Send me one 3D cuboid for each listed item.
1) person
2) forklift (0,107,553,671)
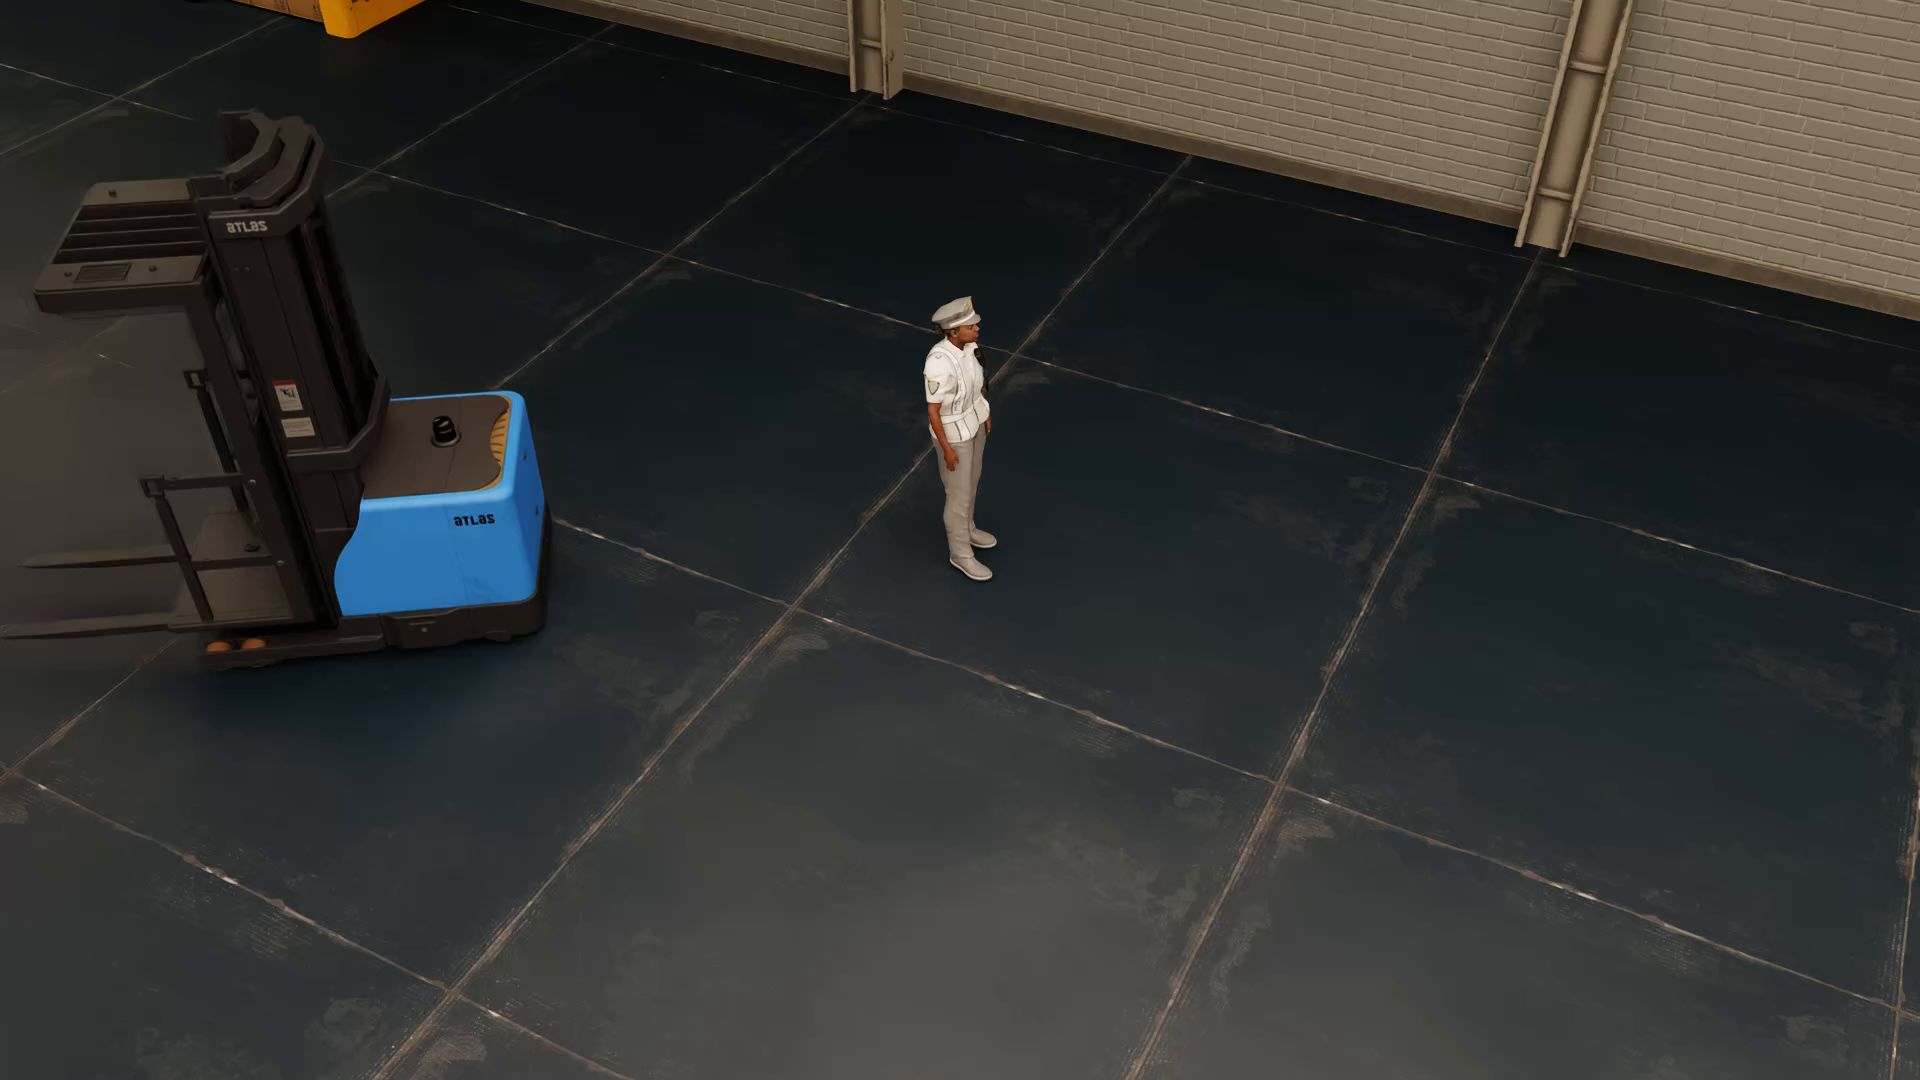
[{"bbox_3d":[0.057,-0.620,9.672,0.530,1.694,0.569,18,43,21],"label":"person"},{"bbox_3d":[-3.955,-0.747,8.873,3.031,2.935,1.130,-5,40,-6],"label":"forklift"}]
